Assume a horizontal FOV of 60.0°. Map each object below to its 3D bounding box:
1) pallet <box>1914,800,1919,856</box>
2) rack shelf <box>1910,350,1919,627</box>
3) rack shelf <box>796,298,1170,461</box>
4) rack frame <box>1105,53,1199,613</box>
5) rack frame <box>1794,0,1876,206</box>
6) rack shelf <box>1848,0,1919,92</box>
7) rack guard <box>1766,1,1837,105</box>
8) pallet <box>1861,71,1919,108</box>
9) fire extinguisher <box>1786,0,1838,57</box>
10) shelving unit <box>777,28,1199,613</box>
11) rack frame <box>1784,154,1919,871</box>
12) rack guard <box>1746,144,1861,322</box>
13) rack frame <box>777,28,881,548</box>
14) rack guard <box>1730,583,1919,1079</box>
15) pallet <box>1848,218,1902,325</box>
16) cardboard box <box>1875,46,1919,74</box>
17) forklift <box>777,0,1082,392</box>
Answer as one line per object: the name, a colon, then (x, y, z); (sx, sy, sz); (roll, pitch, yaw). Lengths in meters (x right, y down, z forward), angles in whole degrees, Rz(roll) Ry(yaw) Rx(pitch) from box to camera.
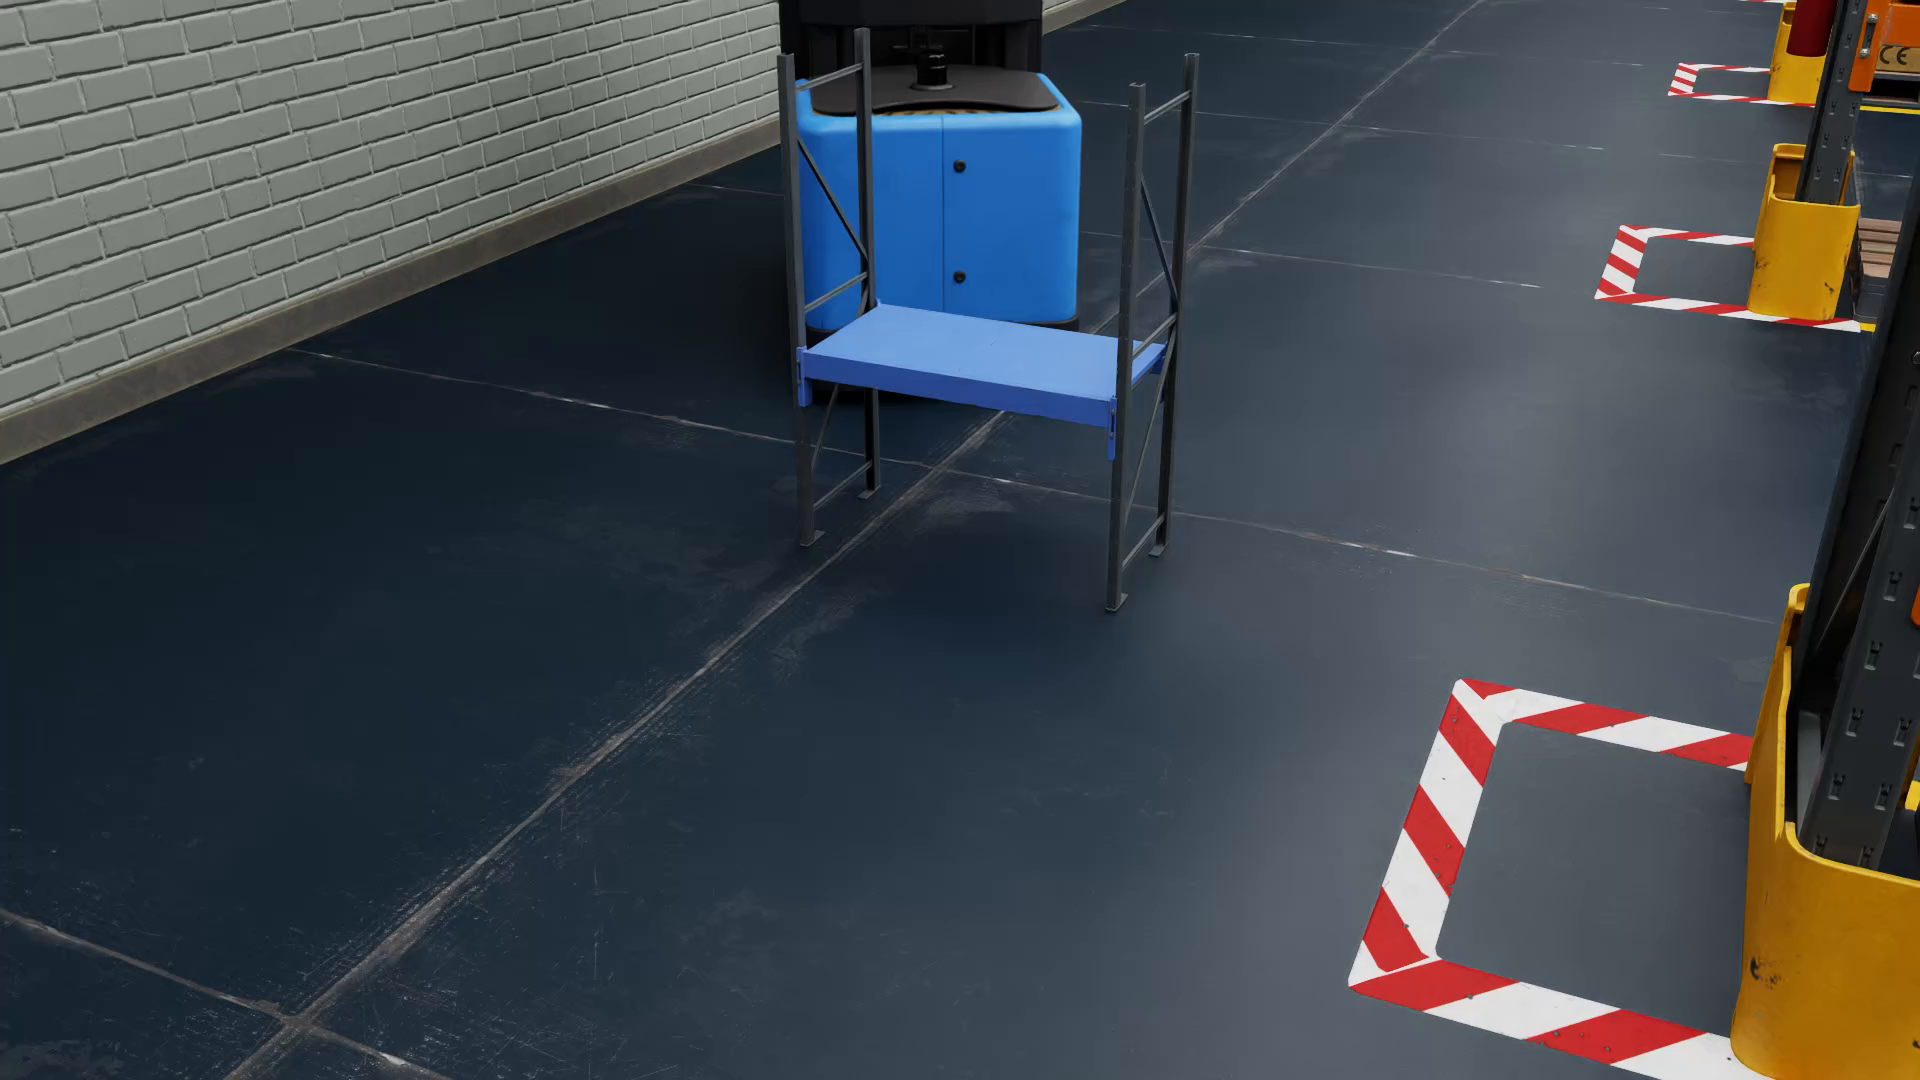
pallet: (2.604, 0.859, 3.267); (1.213, 0.211, 1.003); (11, 28, 22)
rack shelf: (3.629, 0.137, 2.391); (4.000, 0.370, 1.077); (11, 28, 22)
rack shelf: (0.078, -0.496, 4.966); (1.000, 0.185, 0.538); (11, 28, 22)
rack frame: (0.540, -0.564, 4.698); (0.032, 1.500, 0.500); (11, 28, 22)
rack frame: (3.862, -2.543, 7.019); (0.127, 3.000, 1.000); (11, 28, 22)
rack shelf: (5.683, -1.854, 6.435); (4.000, 0.370, 1.077); (11, 28, 22)
rack guard: (5.891, -3.417, 11.625); (0.348, 0.500, 1.175); (11, 28, 22)
pallet: (6.673, -3.169, 11.447); (1.213, 0.211, 1.003); (11, 28, 22)
fire extinguisher: (3.913, -2.551, 7.545); (0.183, 0.674, 0.296); (11, 28, 22)
shelving unit: (0.078, -0.657, 4.887); (1.048, 1.500, 0.538); (11, 28, 22)
rack frame: (1.808, -0.552, 2.975); (0.127, 3.000, 1.000); (11, 28, 22)
rack guard: (3.835, -1.421, 7.569); (0.348, 0.500, 1.175); (11, 28, 22)
rack frame: (-0.385, -0.750, 5.076); (0.032, 1.500, 0.500); (11, 28, 22)
rack guard: (1.878, 0.584, 3.499); (0.348, 0.500, 1.175); (11, 28, 22)
pallet: (4.597, -1.125, 7.297); (1.213, 0.211, 1.003); (11, 28, 22)
cardboard box: (6.528, -3.685, 11.268); (0.875, 0.875, 0.875); (11, 28, 22)
forklift: (-0.232, -2.487, 6.984); (1.130, 2.935, 3.031); (-3, 26, -6)
